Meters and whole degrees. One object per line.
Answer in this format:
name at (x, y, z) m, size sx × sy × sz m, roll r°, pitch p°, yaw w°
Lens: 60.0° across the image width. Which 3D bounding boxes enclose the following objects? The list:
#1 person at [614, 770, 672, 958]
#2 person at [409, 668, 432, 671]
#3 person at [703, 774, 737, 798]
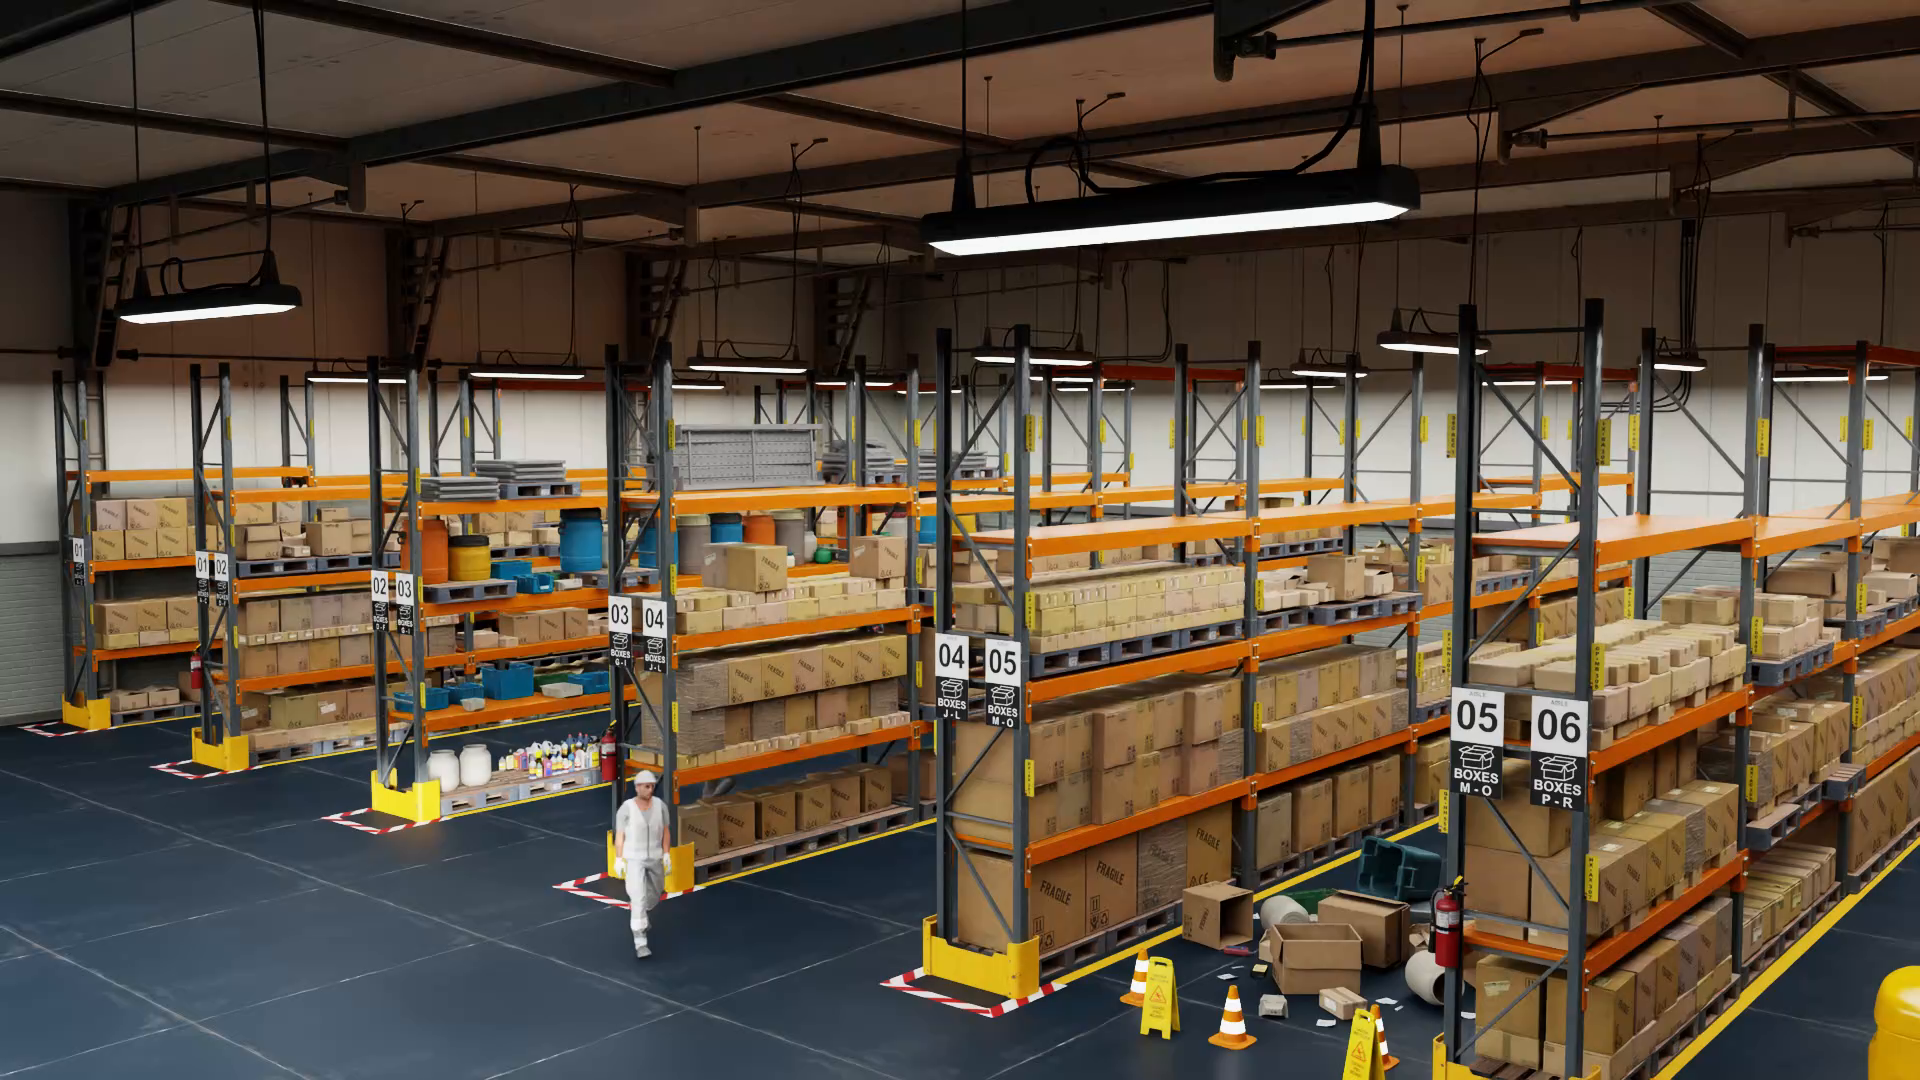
person at (-3.099, 3.123, 16.300) m, size 0.529 × 1.748 × 1.027 m, roll -3°, pitch 5°, yaw -31°
person at (-9.728, 2.155, 29.745) m, size 0.493 × 1.715 × 0.598 m, roll -3°, pitch 5°, yaw -40°
person at (-3.169, 2.778, 21.577) m, size 0.453 × 1.646 × 0.503 m, roll -4°, pitch 6°, yaw -42°
